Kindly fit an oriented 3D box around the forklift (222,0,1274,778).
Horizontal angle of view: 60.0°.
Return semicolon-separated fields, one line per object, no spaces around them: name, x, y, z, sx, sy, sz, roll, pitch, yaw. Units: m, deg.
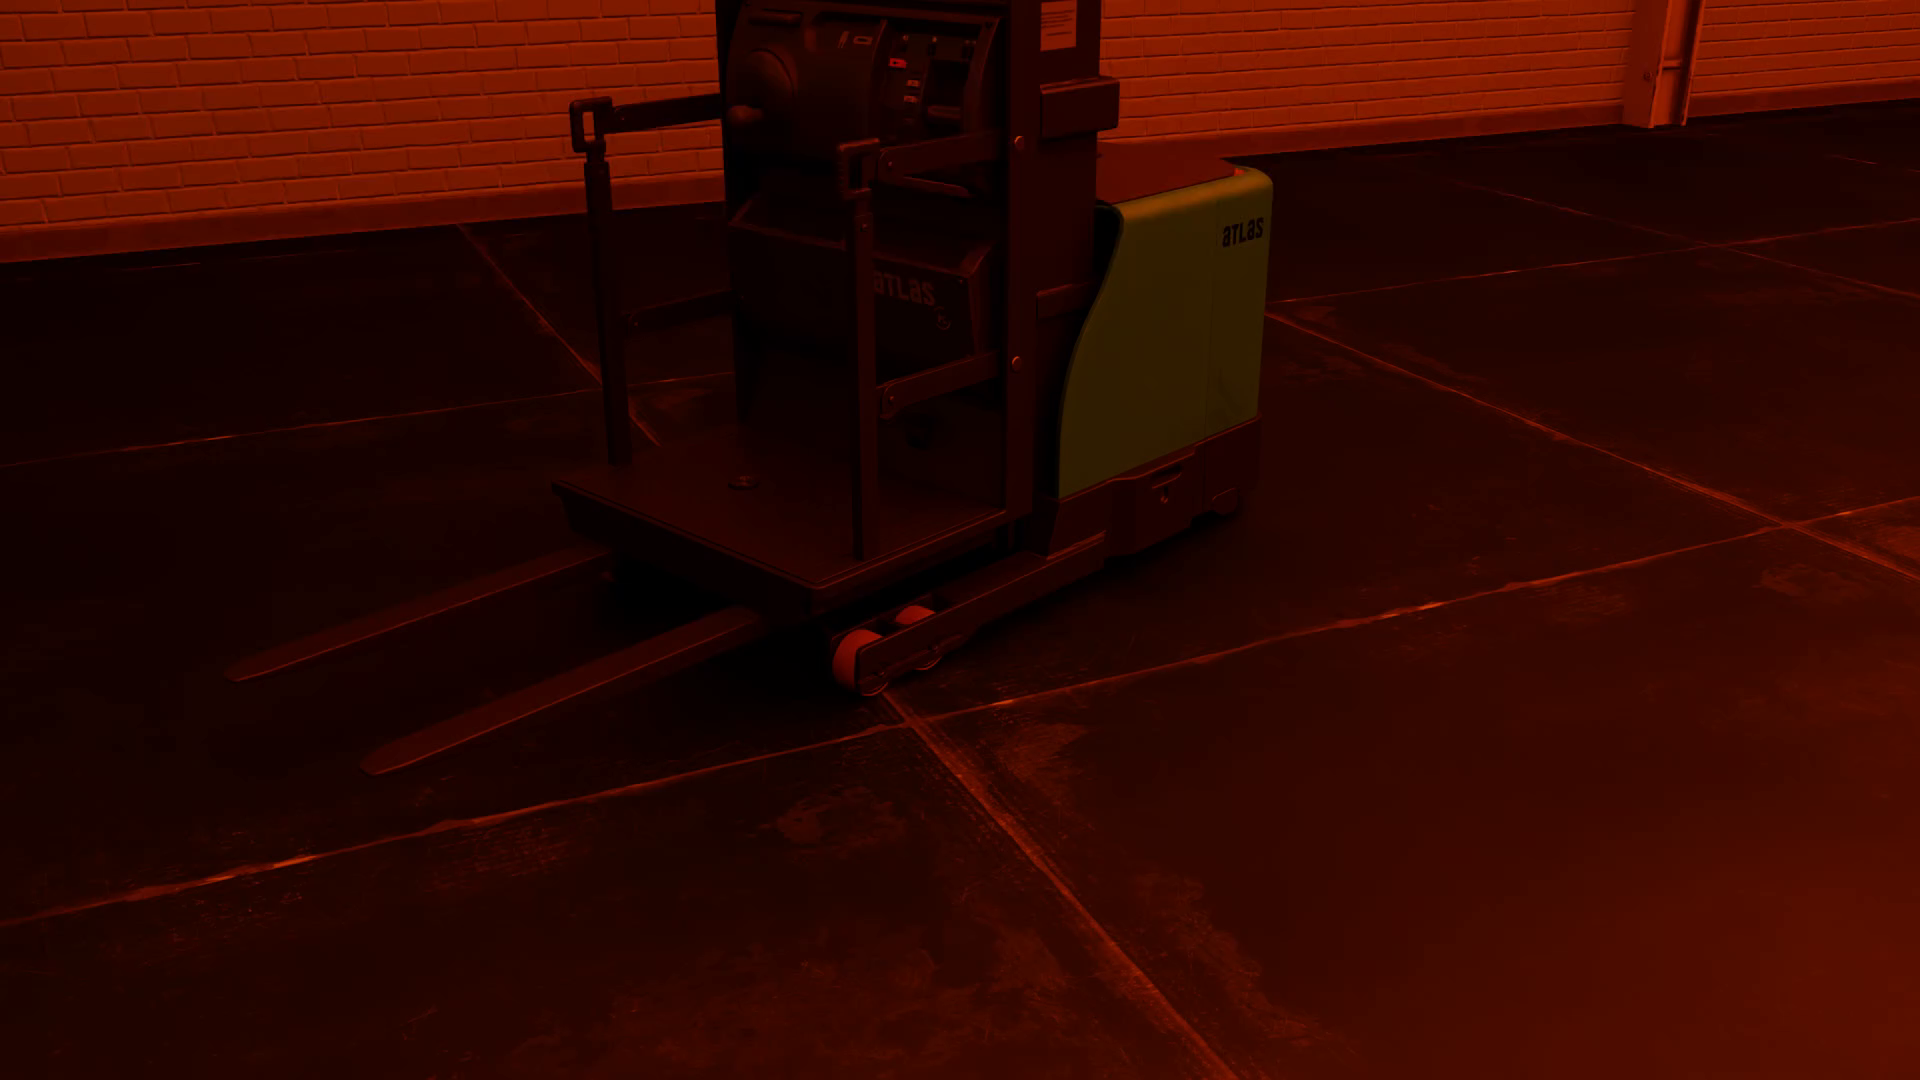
forklift;-0.413;-1.182;4.131;1.130;2.935;3.031;19;29;39
